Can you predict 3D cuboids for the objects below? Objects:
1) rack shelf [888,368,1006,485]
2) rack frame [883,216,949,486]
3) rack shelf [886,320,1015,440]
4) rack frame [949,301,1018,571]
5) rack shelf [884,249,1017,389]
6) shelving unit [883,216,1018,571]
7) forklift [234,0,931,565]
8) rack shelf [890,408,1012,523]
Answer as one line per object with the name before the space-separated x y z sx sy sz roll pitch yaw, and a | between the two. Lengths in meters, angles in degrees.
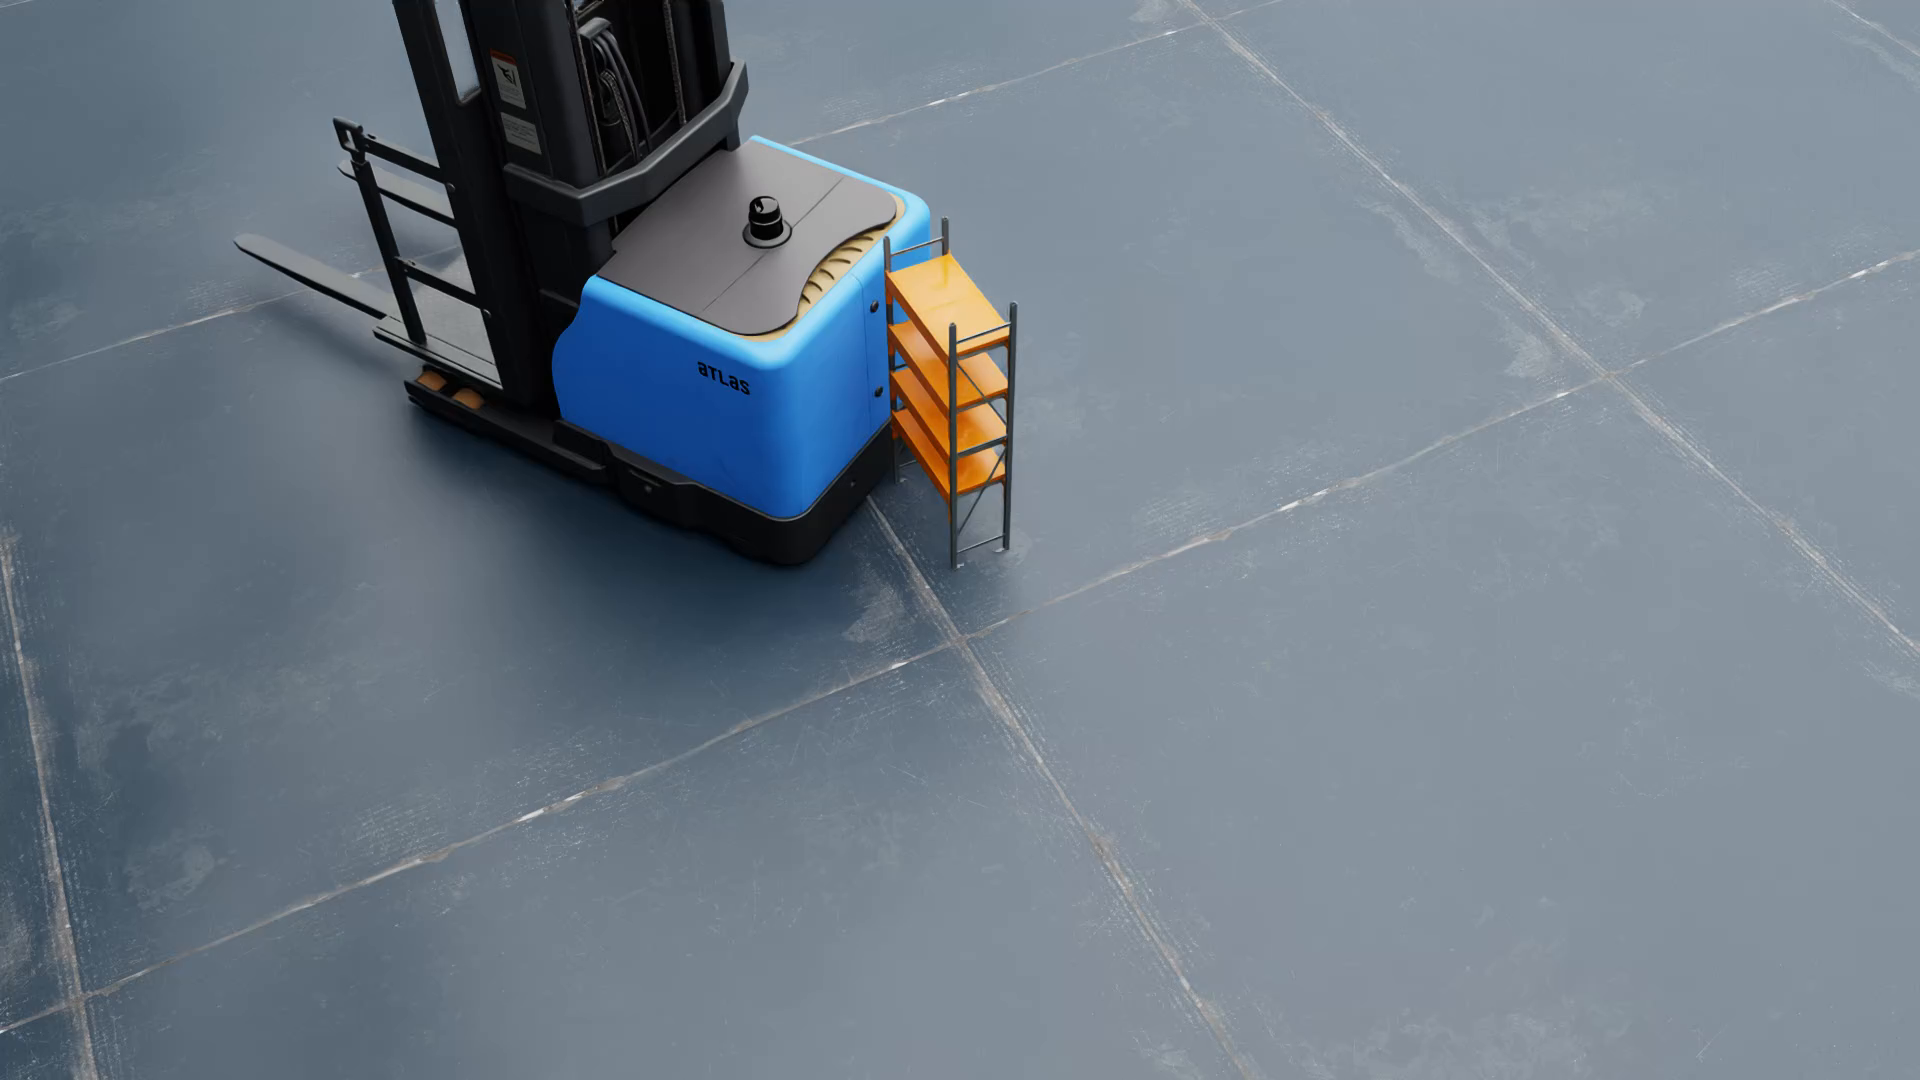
rack shelf | -0.036 -0.444 5.930 0.258 0.148 0.480 -21 52 -17
rack frame | -0.147 -0.652 6.023 0.240 1.200 0.015 -21 52 -17
rack shelf | -0.036 -0.591 5.762 0.258 0.148 0.480 -21 52 -17
rack frame | 0.074 -0.324 5.737 0.240 1.200 0.015 -21 52 -17
rack shelf | -0.036 -0.747 5.584 0.258 0.148 0.480 -21 52 -17
shelving unit | -0.036 -0.488 5.880 0.258 1.200 0.503 -21 52 -17
forklift | -1.620 -1.721 5.808 3.031 2.935 1.130 24 53 20
rack shelf | -0.036 -0.313 6.080 0.258 0.148 0.480 -21 52 -17
